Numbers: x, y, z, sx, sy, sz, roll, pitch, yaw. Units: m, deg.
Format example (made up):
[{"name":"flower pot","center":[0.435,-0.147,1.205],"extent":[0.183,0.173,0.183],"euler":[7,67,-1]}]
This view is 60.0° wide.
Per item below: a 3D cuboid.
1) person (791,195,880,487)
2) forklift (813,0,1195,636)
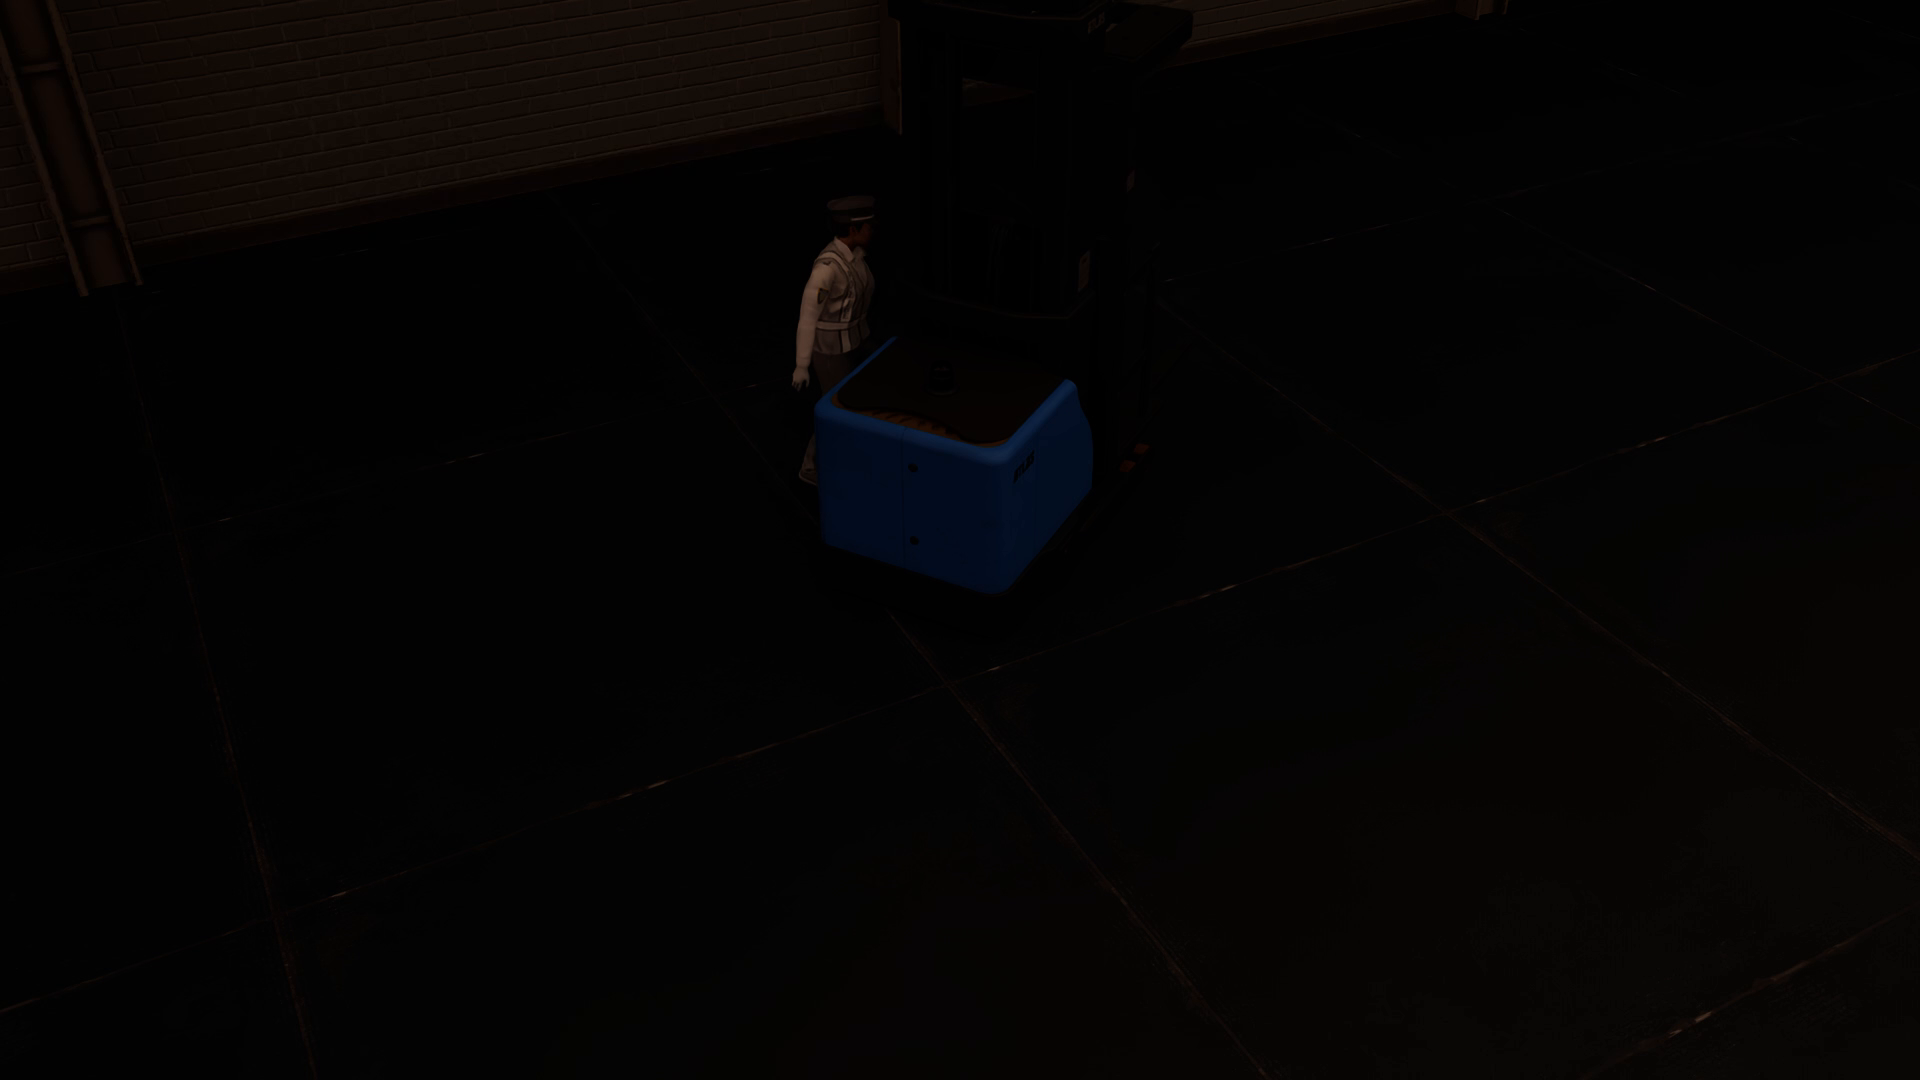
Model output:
[{"name":"person","center":[-0.632,-1.022,8.733],"extent":[0.417,1.641,0.809],"euler":[14,37,18]},{"name":"forklift","center":[0.428,-1.574,8.350],"extent":[1.130,2.935,3.031],"euler":[17,39,22]}]
